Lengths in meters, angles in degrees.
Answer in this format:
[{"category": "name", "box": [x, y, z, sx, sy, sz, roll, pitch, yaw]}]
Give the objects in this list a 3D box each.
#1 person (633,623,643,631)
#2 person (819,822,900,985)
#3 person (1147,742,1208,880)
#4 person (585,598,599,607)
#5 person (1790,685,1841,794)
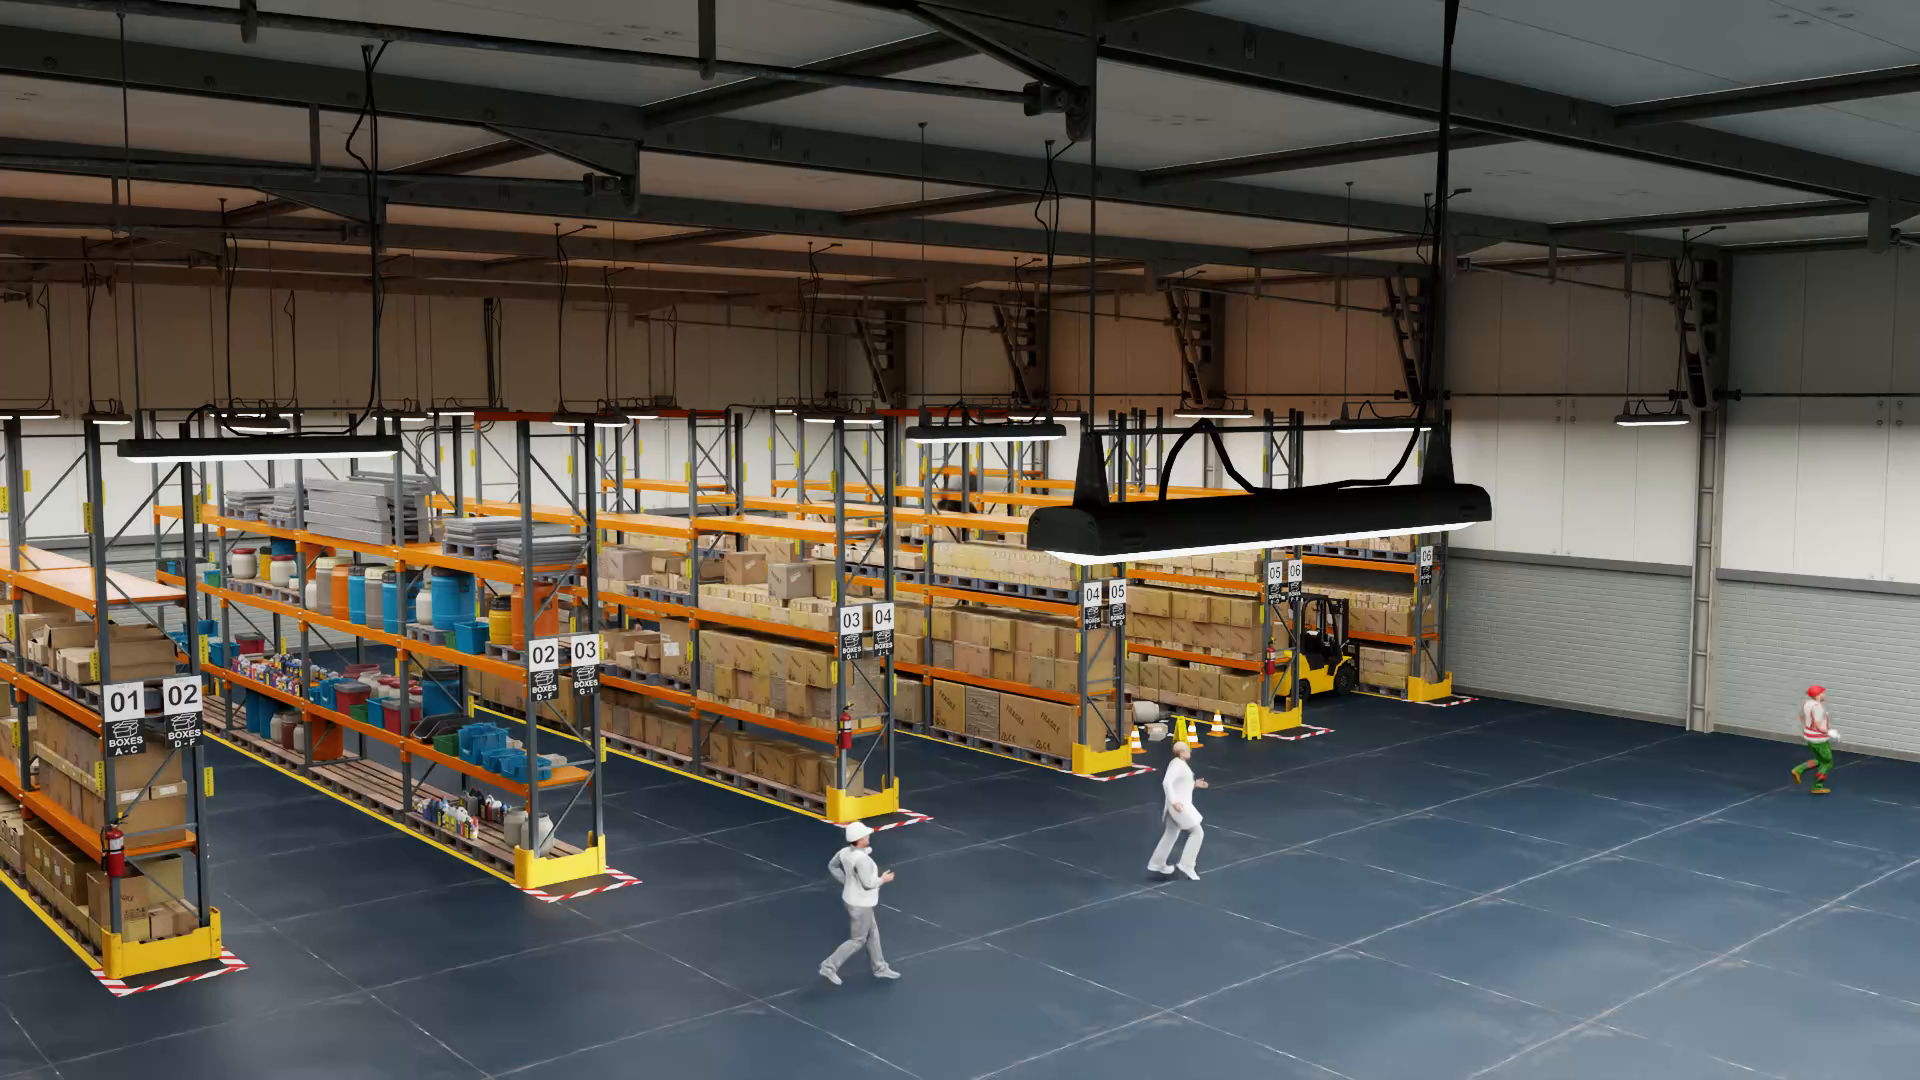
[{"category": "person", "box": [-6.425, 2.545, 33.538, 0.644, 1.740, 0.660, -5, 7, -45]}, {"category": "person", "box": [-1.064, 3.853, 17.682, 0.950, 1.746, 0.657, -2, 5, -21]}, {"category": "person", "box": [2.867, 3.550, 21.780, 0.836, 1.839, 0.688, -1, 5, -10]}, {"category": "person", "box": [-9.060, 2.006, 40.549, 0.605, 1.548, 0.468, 5, 7, 43]}, {"category": "person", "box": [13.530, 3.152, 26.326, 0.621, 1.736, 0.653, 0, 5, 5]}]
